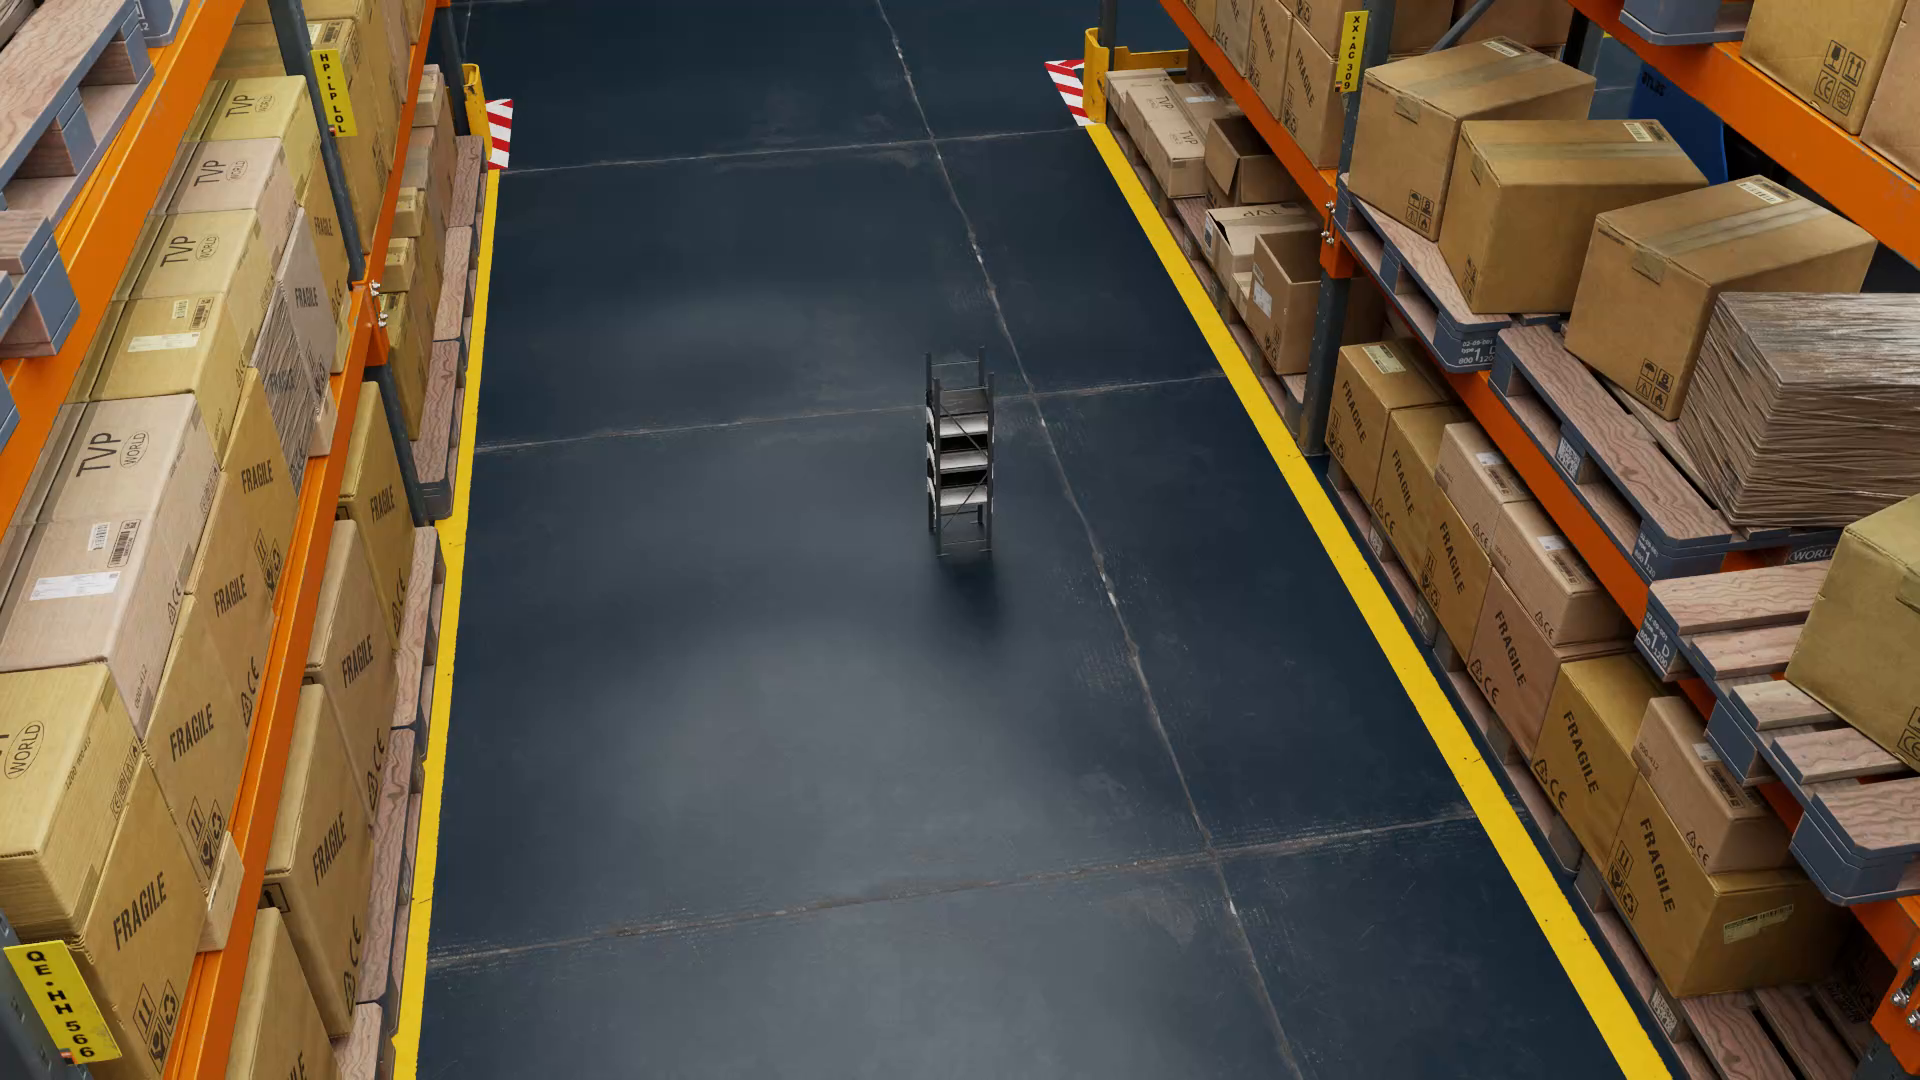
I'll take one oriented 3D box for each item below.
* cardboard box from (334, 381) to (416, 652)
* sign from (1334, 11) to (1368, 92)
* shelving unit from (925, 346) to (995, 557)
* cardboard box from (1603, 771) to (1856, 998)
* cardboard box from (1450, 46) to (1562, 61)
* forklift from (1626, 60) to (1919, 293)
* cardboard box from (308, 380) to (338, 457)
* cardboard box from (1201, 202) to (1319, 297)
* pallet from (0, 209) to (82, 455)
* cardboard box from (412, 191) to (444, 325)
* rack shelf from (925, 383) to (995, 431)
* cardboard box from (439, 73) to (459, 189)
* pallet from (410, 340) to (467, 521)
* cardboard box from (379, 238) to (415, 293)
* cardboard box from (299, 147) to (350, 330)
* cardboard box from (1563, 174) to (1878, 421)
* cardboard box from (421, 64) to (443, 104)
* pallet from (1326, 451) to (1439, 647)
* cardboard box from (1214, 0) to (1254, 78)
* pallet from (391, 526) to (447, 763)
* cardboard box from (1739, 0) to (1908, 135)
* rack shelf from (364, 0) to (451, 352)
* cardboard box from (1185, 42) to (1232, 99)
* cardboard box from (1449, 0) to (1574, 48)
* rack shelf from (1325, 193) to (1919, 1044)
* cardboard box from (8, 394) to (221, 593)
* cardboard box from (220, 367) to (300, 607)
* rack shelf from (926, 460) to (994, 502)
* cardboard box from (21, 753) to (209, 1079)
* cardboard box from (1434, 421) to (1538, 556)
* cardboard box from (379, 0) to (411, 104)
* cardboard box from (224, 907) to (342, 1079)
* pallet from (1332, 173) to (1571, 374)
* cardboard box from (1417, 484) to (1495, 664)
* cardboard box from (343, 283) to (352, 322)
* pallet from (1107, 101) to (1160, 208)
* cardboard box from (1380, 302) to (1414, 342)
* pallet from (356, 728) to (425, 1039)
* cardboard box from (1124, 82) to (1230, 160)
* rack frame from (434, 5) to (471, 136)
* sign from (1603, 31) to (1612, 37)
[{"bbox_3d":[-2.549,-0.057,6.288,0.750,0.750,0.750,-6,38,-7],"label":"cardboard box"},{"bbox_3d":[1.552,-1.933,6.587,0.100,0.325,0.005,-6,38,-8],"label":"sign"},{"bbox_3d":[-0.001,-0.360,6.980,0.258,0.900,0.210,-6,38,-8],"label":"shelving unit"},{"bbox_3d":[2.391,1.036,5.150,0.500,0.500,0.500,-5,38,-6],"label":"cardboard box"},{"bbox_3d":[2.264,-2.030,7.337,0.500,0.500,0.500,-5,38,-7],"label":"cardboard box"},{"bbox_3d":[4.490,-2.171,7.656,1.130,2.935,3.031,-8,39,-10],"label":"forklift"},{"bbox_3d":[-2.281,-0.389,5.494,0.380,0.149,0.250,-6,38,-8],"label":"cardboard box"},{"bbox_3d":[1.574,-1.532,8.610,0.500,0.311,0.500,-6,38,-8],"label":"cardboard box"},{"bbox_3d":[-2.255,-0.196,2.766,1.213,0.211,1.003,-5,38,-6],"label":"pallet"},{"bbox_3d":[-2.994,-1.374,8.269,0.700,0.500,0.500,-5,38,-7],"label":"cardboard box"},{"bbox_3d":[-0.001,-0.547,6.835,0.258,0.077,0.200,-6,38,-8],"label":"rack shelf"},{"bbox_3d":[-3.271,-2.301,9.463,0.700,0.500,0.500,-6,38,-8],"label":"cardboard box"},{"bbox_3d":[-2.848,-0.485,7.703,1.003,0.211,1.213,-6,38,-8],"label":"pallet"},{"bbox_3d":[-2.702,-1.243,7.571,0.380,0.149,0.250,-5,38,-6],"label":"cardboard box"},{"bbox_3d":[-2.462,-1.032,5.793,0.500,0.500,0.500,-7,38,-9],"label":"cardboard box"},{"bbox_3d":[2.456,-0.799,5.409,0.700,0.500,0.500,-16,41,-19],"label":"cardboard box"},{"bbox_3d":[-3.069,-2.500,9.189,0.380,0.149,0.250,-7,38,-8],"label":"cardboard box"},{"bbox_3d":[2.265,-0.065,7.162,1.003,0.211,1.213,-6,38,-8],"label":"pallet"},{"bbox_3d":[1.561,-2.589,8.056,0.500,0.500,0.500,-5,38,-7],"label":"cardboard box"},{"bbox_3d":[-2.582,0.440,6.511,1.003,0.211,1.213,-6,38,-8],"label":"pallet"},{"bbox_3d":[2.496,-1.344,4.008,0.910,0.500,0.500,-6,38,-8],"label":"cardboard box"},{"bbox_3d":[-3.142,-2.043,8.021,1.077,0.370,4.000,-6,38,-8],"label":"rack shelf"},{"bbox_3d":[1.722,-2.954,10.287,0.500,0.500,0.500,-6,38,-8],"label":"cardboard box"},{"bbox_3d":[2.279,-2.403,7.002,0.500,0.500,0.500,-5,38,-7],"label":"cardboard box"},{"bbox_3d":[2.436,-0.162,5.600,1.077,0.370,4.000,-6,38,-8],"label":"rack shelf"},{"bbox_3d":[-2.102,-0.092,3.972,0.500,0.250,0.500,-6,38,-8],"label":"cardboard box"},{"bbox_3d":[-2.191,-0.119,4.618,0.500,0.500,0.500,-5,38,-7],"label":"cardboard box"},{"bbox_3d":[-0.001,-0.263,7.056,0.258,0.077,0.200,-6,38,-8],"label":"rack shelf"},{"bbox_3d":[-1.923,0.812,3.420,0.500,0.500,0.500,-5,38,-7],"label":"cardboard box"},{"bbox_3d":[2.105,-0.214,6.148,0.500,0.250,0.500,-6,38,-8],"label":"cardboard box"},{"bbox_3d":[-3.130,-2.446,7.710,0.980,0.700,0.700,-8,39,-10],"label":"cardboard box"},{"bbox_3d":[-2.090,1.522,4.256,0.750,0.750,0.750,-7,38,-9],"label":"cardboard box"},{"bbox_3d":[2.118,-1.084,6.356,1.003,0.211,1.213,-6,38,-8],"label":"pallet"},{"bbox_3d":[2.115,0.102,6.353,0.500,0.500,0.500,-6,38,-7],"label":"cardboard box"},{"bbox_3d":[-2.453,-0.854,6.092,0.380,0.149,0.250,-6,38,-8],"label":"cardboard box"},{"bbox_3d":[1.538,-2.441,10.220,1.003,0.211,1.213,-6,38,-8],"label":"pallet"},{"bbox_3d":[2.224,-1.043,7.980,0.500,0.311,0.500,-6,38,-8],"label":"cardboard box"},{"bbox_3d":[-2.365,1.179,5.561,1.003,0.211,1.213,-6,38,-8],"label":"pallet"},{"bbox_3d":[1.287,-2.497,9.901,0.500,0.250,0.500,-6,38,-8],"label":"cardboard box"},{"bbox_3d":[-3.493,-3.535,9.355,1.000,3.000,0.127,-6,38,-8],"label":"rack frame"},{"bbox_3d":[2.631,-2.173,6.658,0.100,0.325,0.005,-6,38,-8],"label":"sign"}]
